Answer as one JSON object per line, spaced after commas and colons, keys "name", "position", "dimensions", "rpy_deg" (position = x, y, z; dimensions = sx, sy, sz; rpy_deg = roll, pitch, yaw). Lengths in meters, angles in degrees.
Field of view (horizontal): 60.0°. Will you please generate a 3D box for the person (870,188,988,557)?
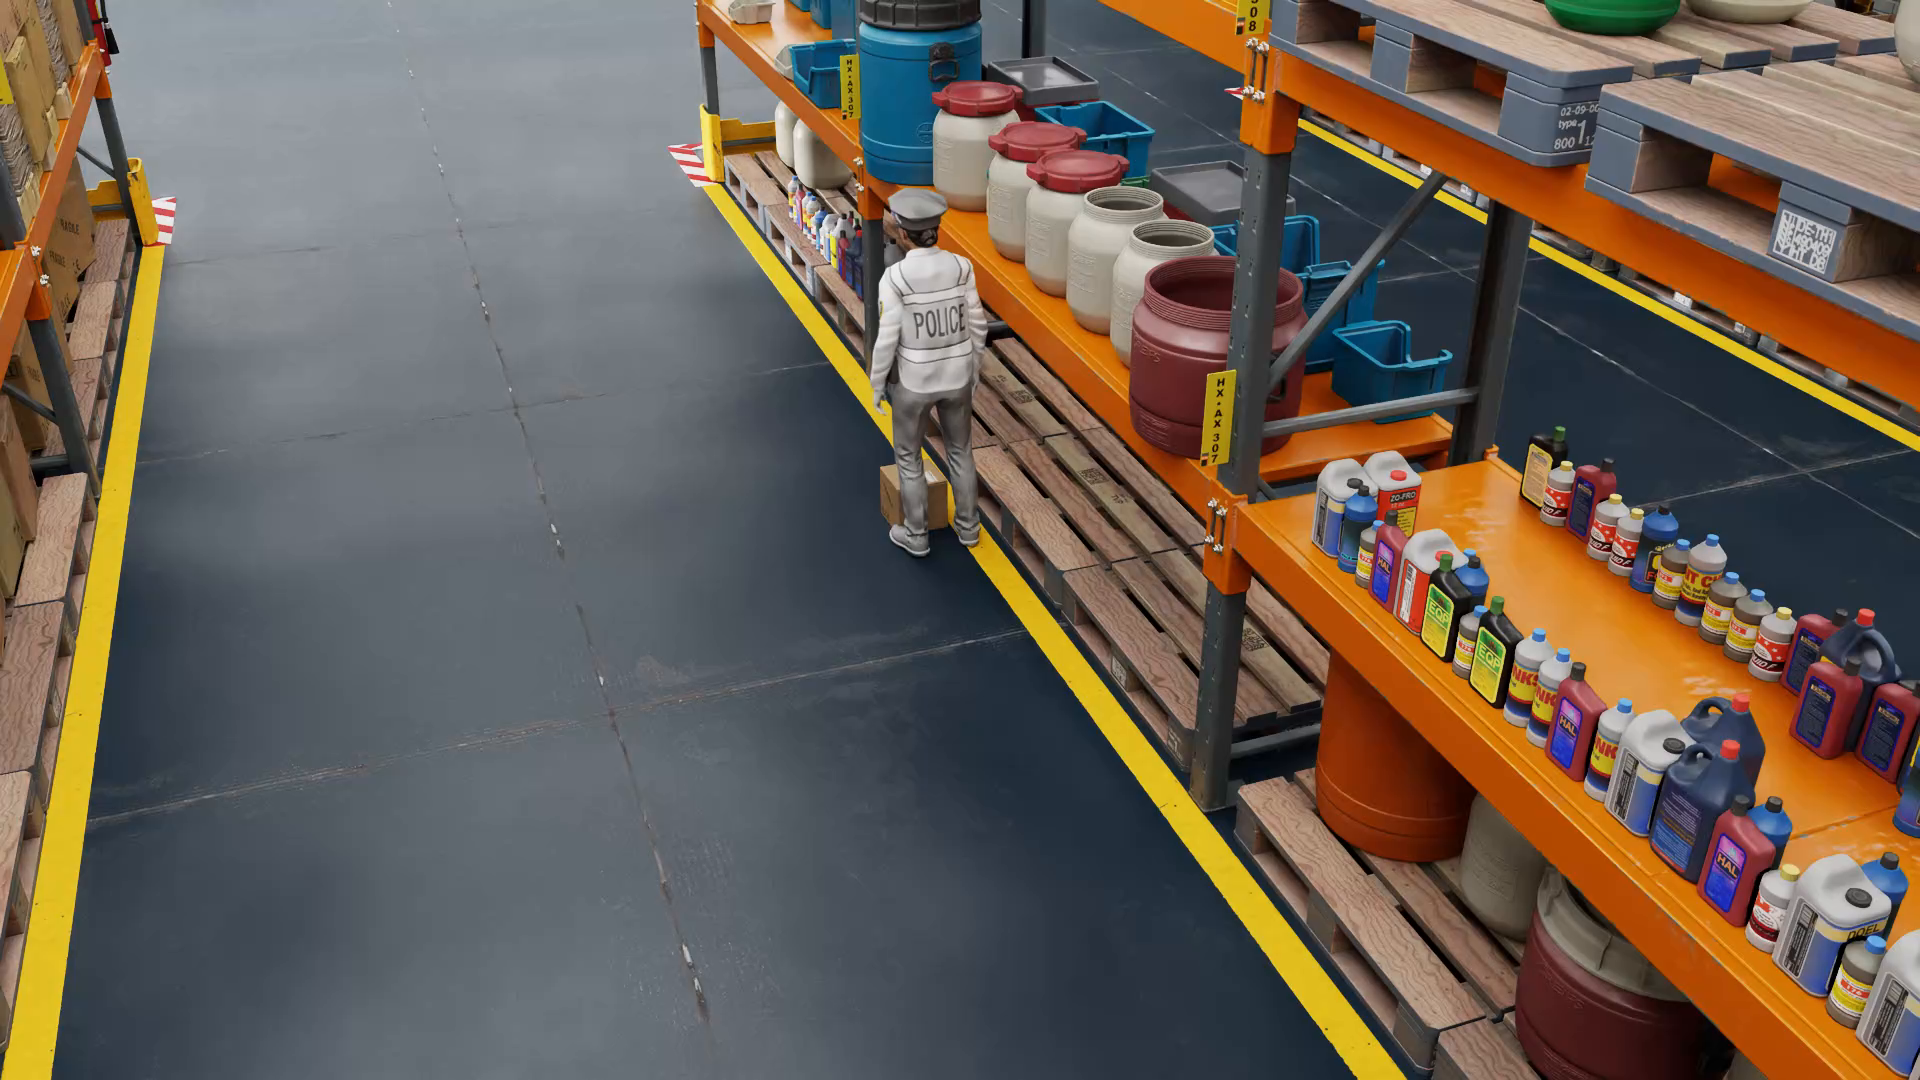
{"name": "person", "position": [-0.136, -0.704, 7.341], "dimensions": [0.547, 1.667, 0.370], "rpy_deg": [-12, 32, -20]}
